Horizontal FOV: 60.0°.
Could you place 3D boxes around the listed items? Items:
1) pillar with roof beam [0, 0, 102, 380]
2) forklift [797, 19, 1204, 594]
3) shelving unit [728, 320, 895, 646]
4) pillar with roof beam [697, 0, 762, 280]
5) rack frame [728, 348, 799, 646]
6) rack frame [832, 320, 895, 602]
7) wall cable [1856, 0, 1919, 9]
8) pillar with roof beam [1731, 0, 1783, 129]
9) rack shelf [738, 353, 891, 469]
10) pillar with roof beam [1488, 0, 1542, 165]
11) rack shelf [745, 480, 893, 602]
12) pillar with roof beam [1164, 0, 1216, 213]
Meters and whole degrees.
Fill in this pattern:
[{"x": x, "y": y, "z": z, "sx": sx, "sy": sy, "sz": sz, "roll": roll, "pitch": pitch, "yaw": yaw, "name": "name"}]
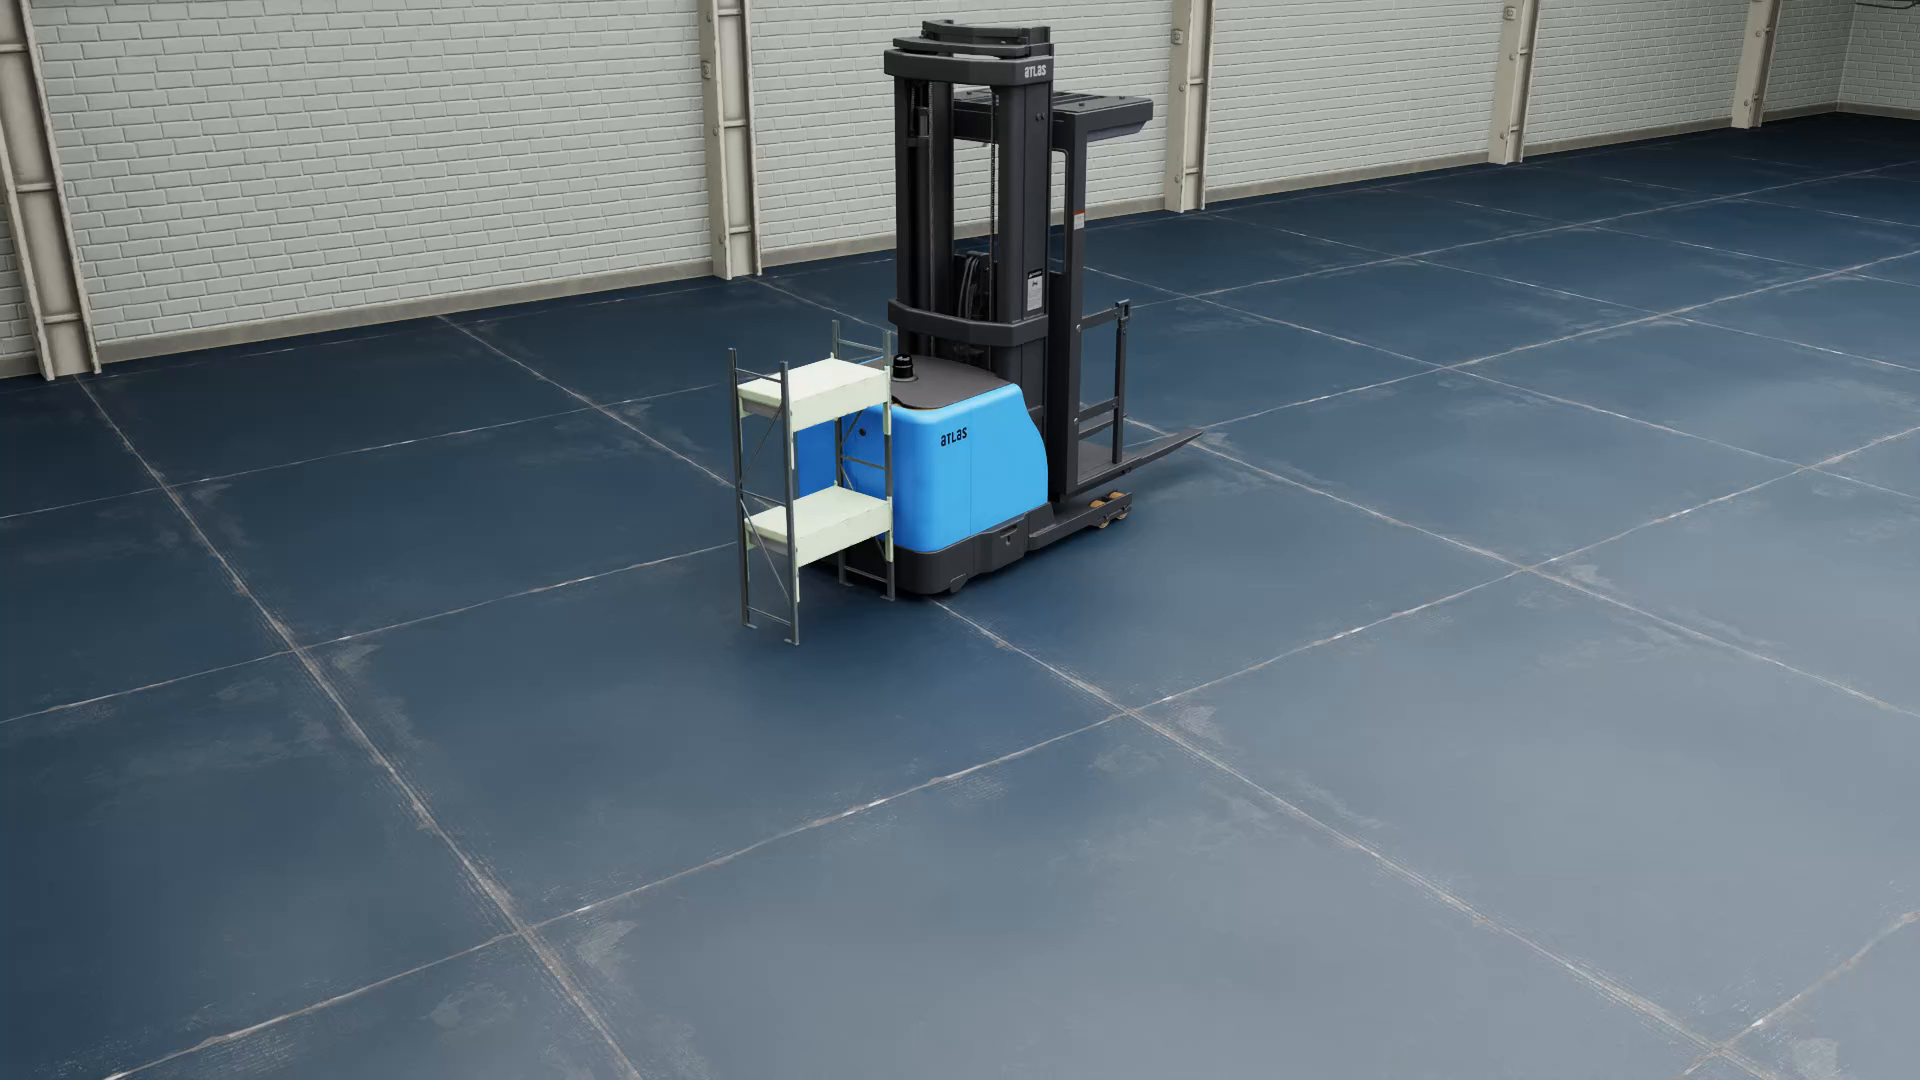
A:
[{"x": -4.568, "y": -4.222, "z": 8.335, "sx": 0.400, "sy": 9.000, "sz": 9.100, "roll": -15, "pitch": 26, "yaw": -33, "name": "pillar with roof beam"}, {"x": 0.405, "y": -1.540, "z": 9.800, "sx": 1.130, "sy": 2.935, "sz": 3.031, "roll": 17, "pitch": 28, "yaw": 37, "name": "forklift"}, {"x": -0.751, "y": -0.307, "z": 8.643, "sx": 0.431, "sy": 1.500, "sz": 0.755, "roll": 17, "pitch": 28, "yaw": 37, "name": "shelving unit"}, {"x": 0.303, "y": -5.521, "z": 11.589, "sx": 0.400, "sy": 9.000, "sz": 9.100, "roll": -15, "pitch": 26, "yaw": -33, "name": "pillar with roof beam"}, {"x": -0.987, "y": -0.204, "z": 8.383, "sx": 0.400, "sy": 1.500, "sz": 0.023, "roll": 17, "pitch": 28, "yaw": 37, "name": "rack frame"}, {"x": -0.515, "y": -0.411, "z": 8.903, "sx": 0.400, "sy": 1.500, "sz": 0.023, "roll": 17, "pitch": 28, "yaw": 37, "name": "rack frame"}, {"x": 15.564, "y": -9.509, "z": 25.775, "sx": 0.112, "sy": 2.526, "sz": 3.097, "roll": -15, "pitch": 26, "yaw": -33, "name": "wall cable"}, {"x": 14.914, "y": -9.417, "z": 21.353, "sx": 0.400, "sy": 9.000, "sz": 9.100, "roll": -15, "pitch": 26, "yaw": -33, "name": "pillar with roof beam"}, {"x": -0.751, "y": -0.670, "z": 8.498, "sx": 0.431, "sy": 0.370, "sz": 0.720, "roll": 17, "pitch": 28, "yaw": 37, "name": "rack shelf"}, {"x": 10.044, "y": -8.118, "z": 18.098, "sx": 0.400, "sy": 9.000, "sz": 9.100, "roll": -15, "pitch": 26, "yaw": -33, "name": "pillar with roof beam"}, {"x": -0.751, "y": -0.005, "z": 8.764, "sx": 0.431, "sy": 0.370, "sz": 0.720, "roll": 17, "pitch": 28, "yaw": 37, "name": "rack shelf"}, {"x": 5.173, "y": -6.819, "z": 14.844, "sx": 0.400, "sy": 9.000, "sz": 9.100, "roll": -15, "pitch": 26, "yaw": -33, "name": "pillar with roof beam"}]
